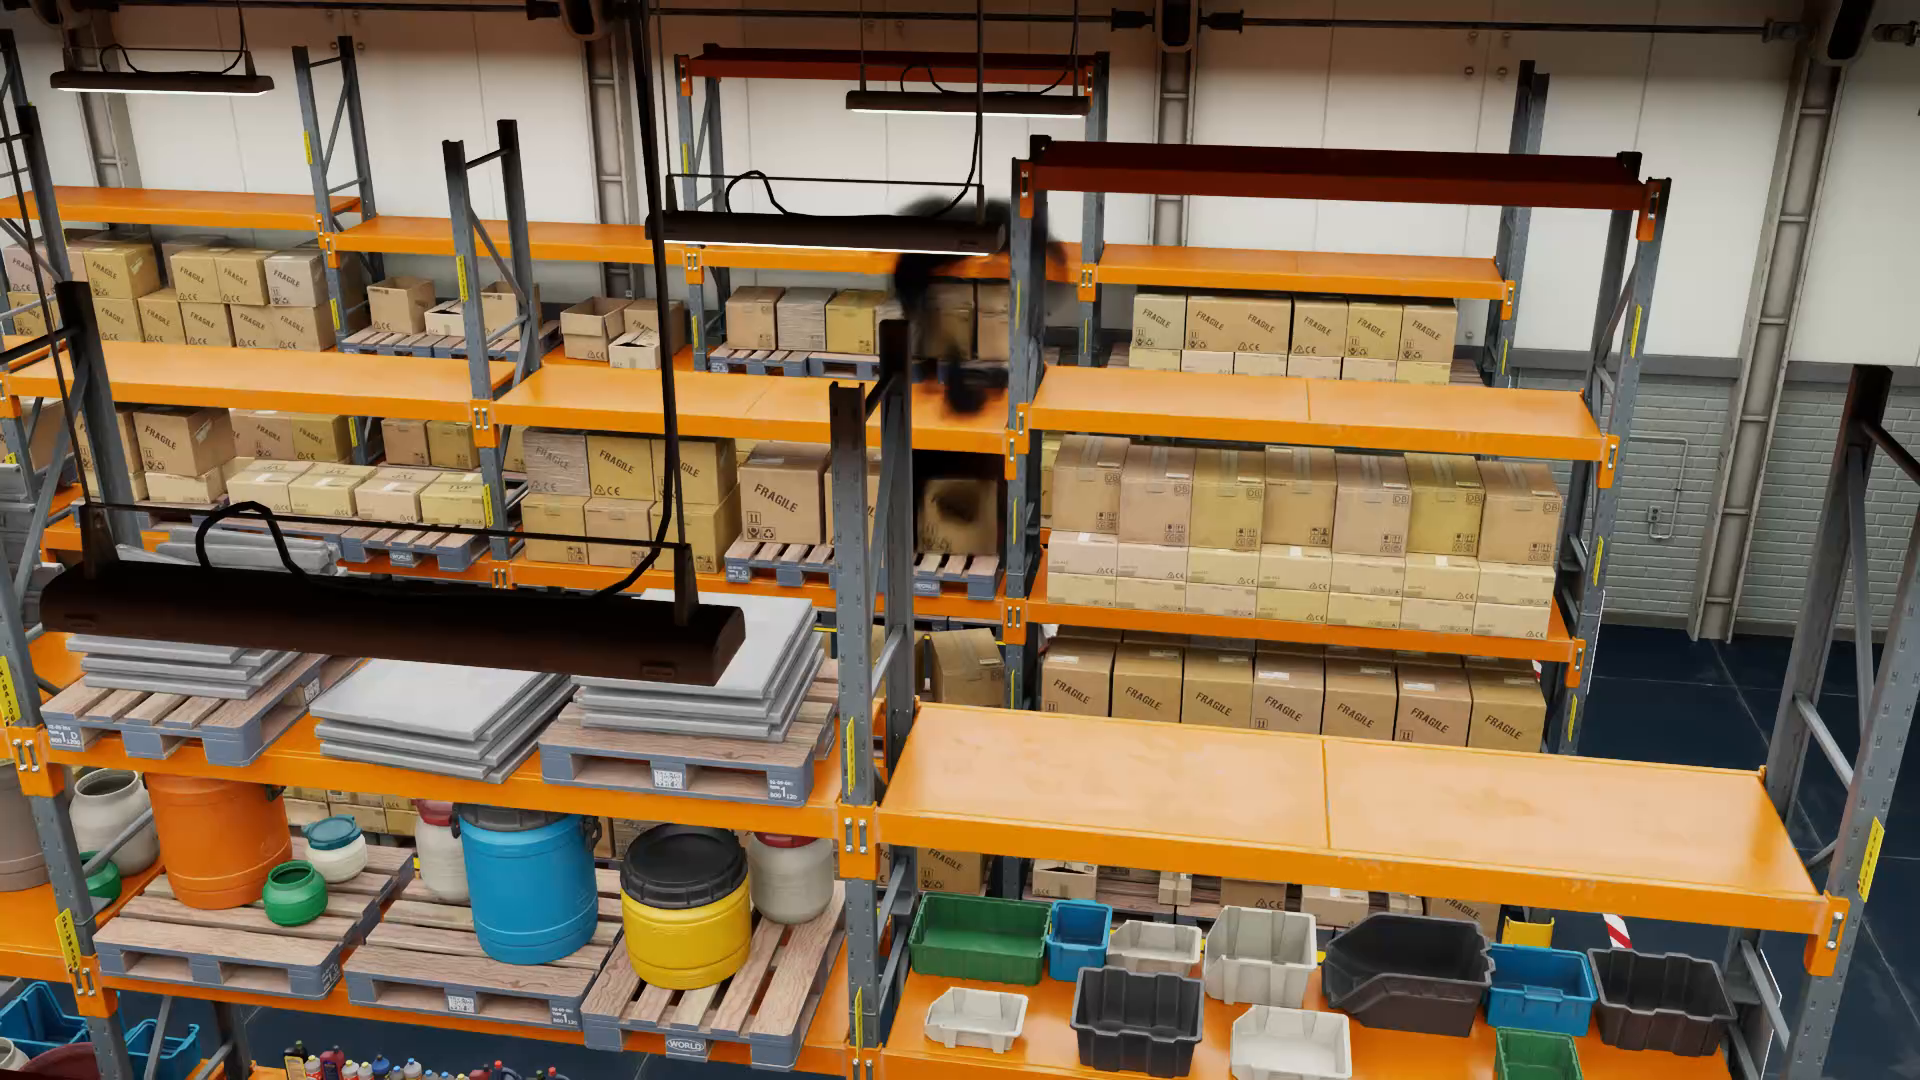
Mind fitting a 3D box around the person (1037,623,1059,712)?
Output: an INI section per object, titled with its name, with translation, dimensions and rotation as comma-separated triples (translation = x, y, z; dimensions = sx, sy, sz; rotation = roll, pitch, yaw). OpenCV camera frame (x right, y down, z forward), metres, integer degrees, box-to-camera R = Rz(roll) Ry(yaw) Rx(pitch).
[person]
translation = 0.832, 1.085, 15.600
dimensions = 0.644, 1.742, 0.723
rotation = 2, 23, 5
